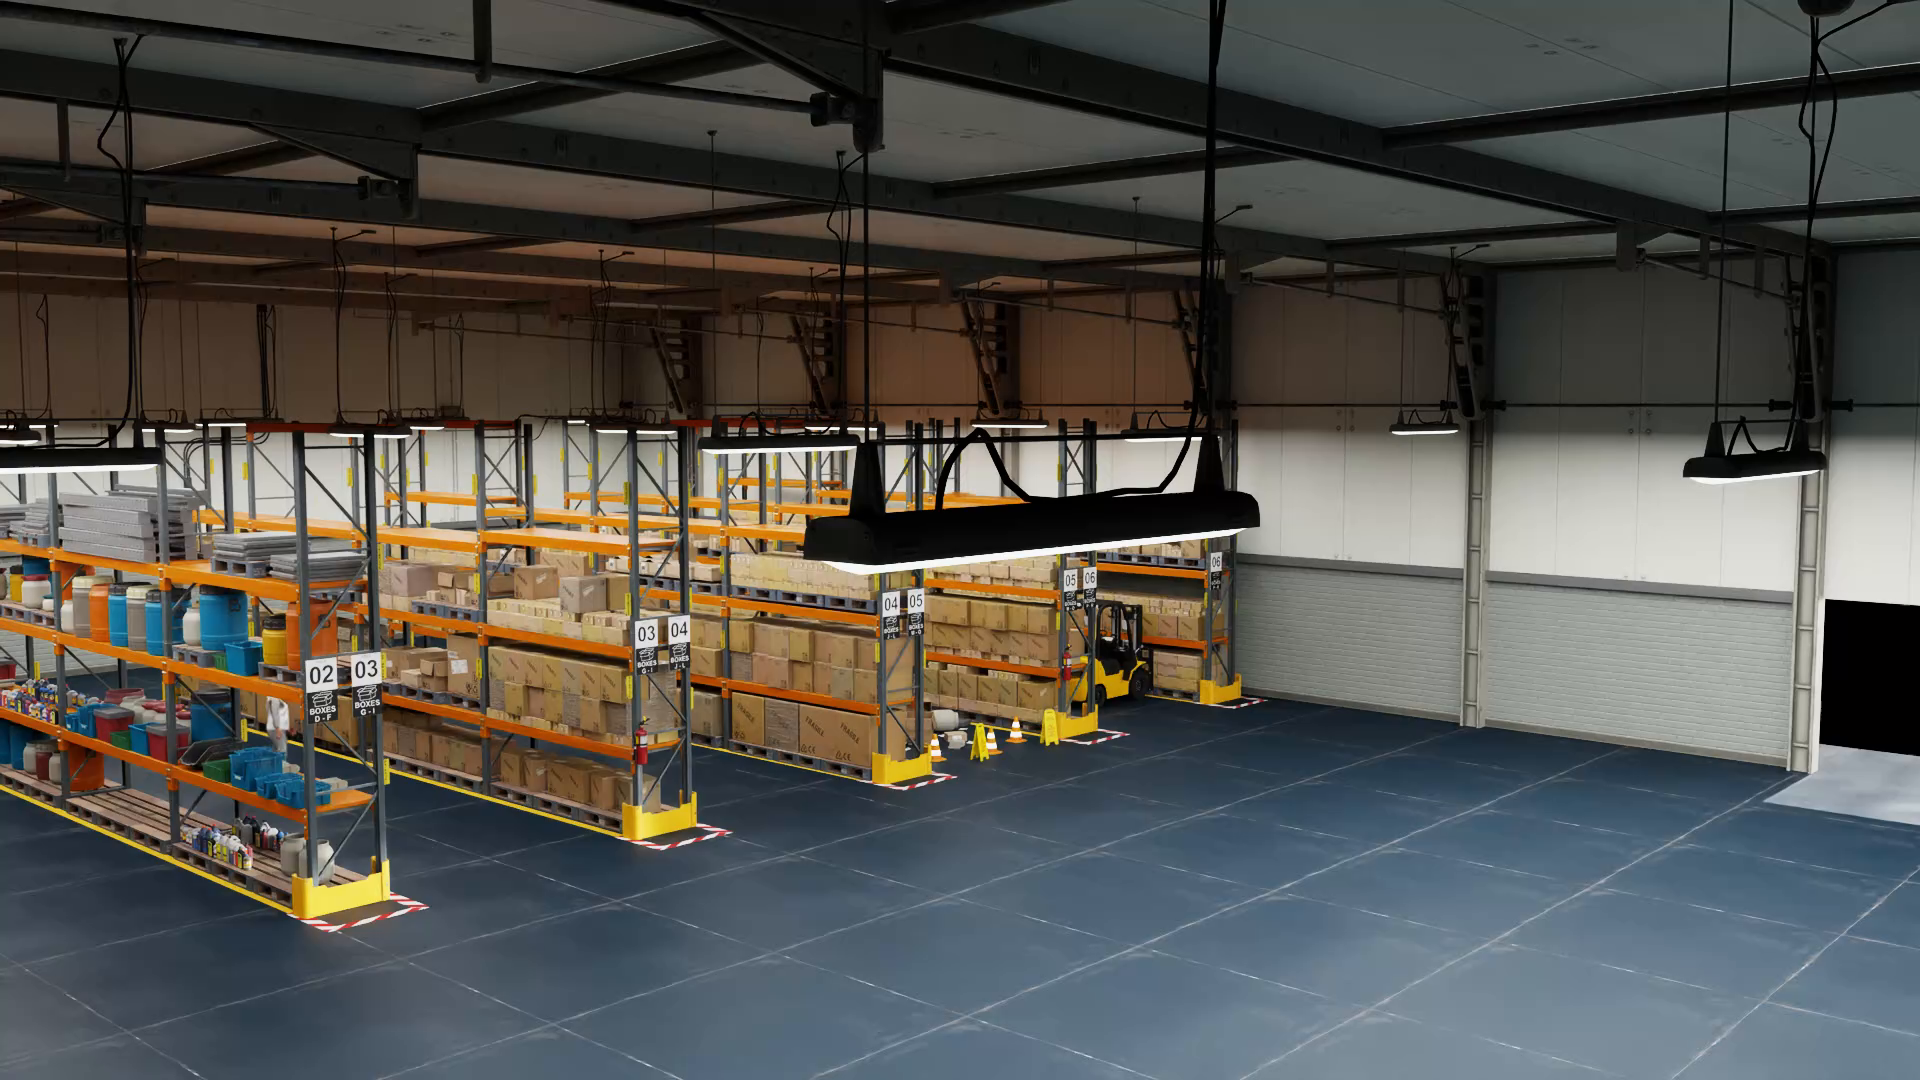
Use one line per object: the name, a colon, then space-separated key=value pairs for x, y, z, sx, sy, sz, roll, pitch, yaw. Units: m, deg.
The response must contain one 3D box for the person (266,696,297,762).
person: x=-11.328 y=3.195 z=27.693 sx=0.457 sy=1.783 sz=0.702 roll=-1 pitch=5 yaw=-15
